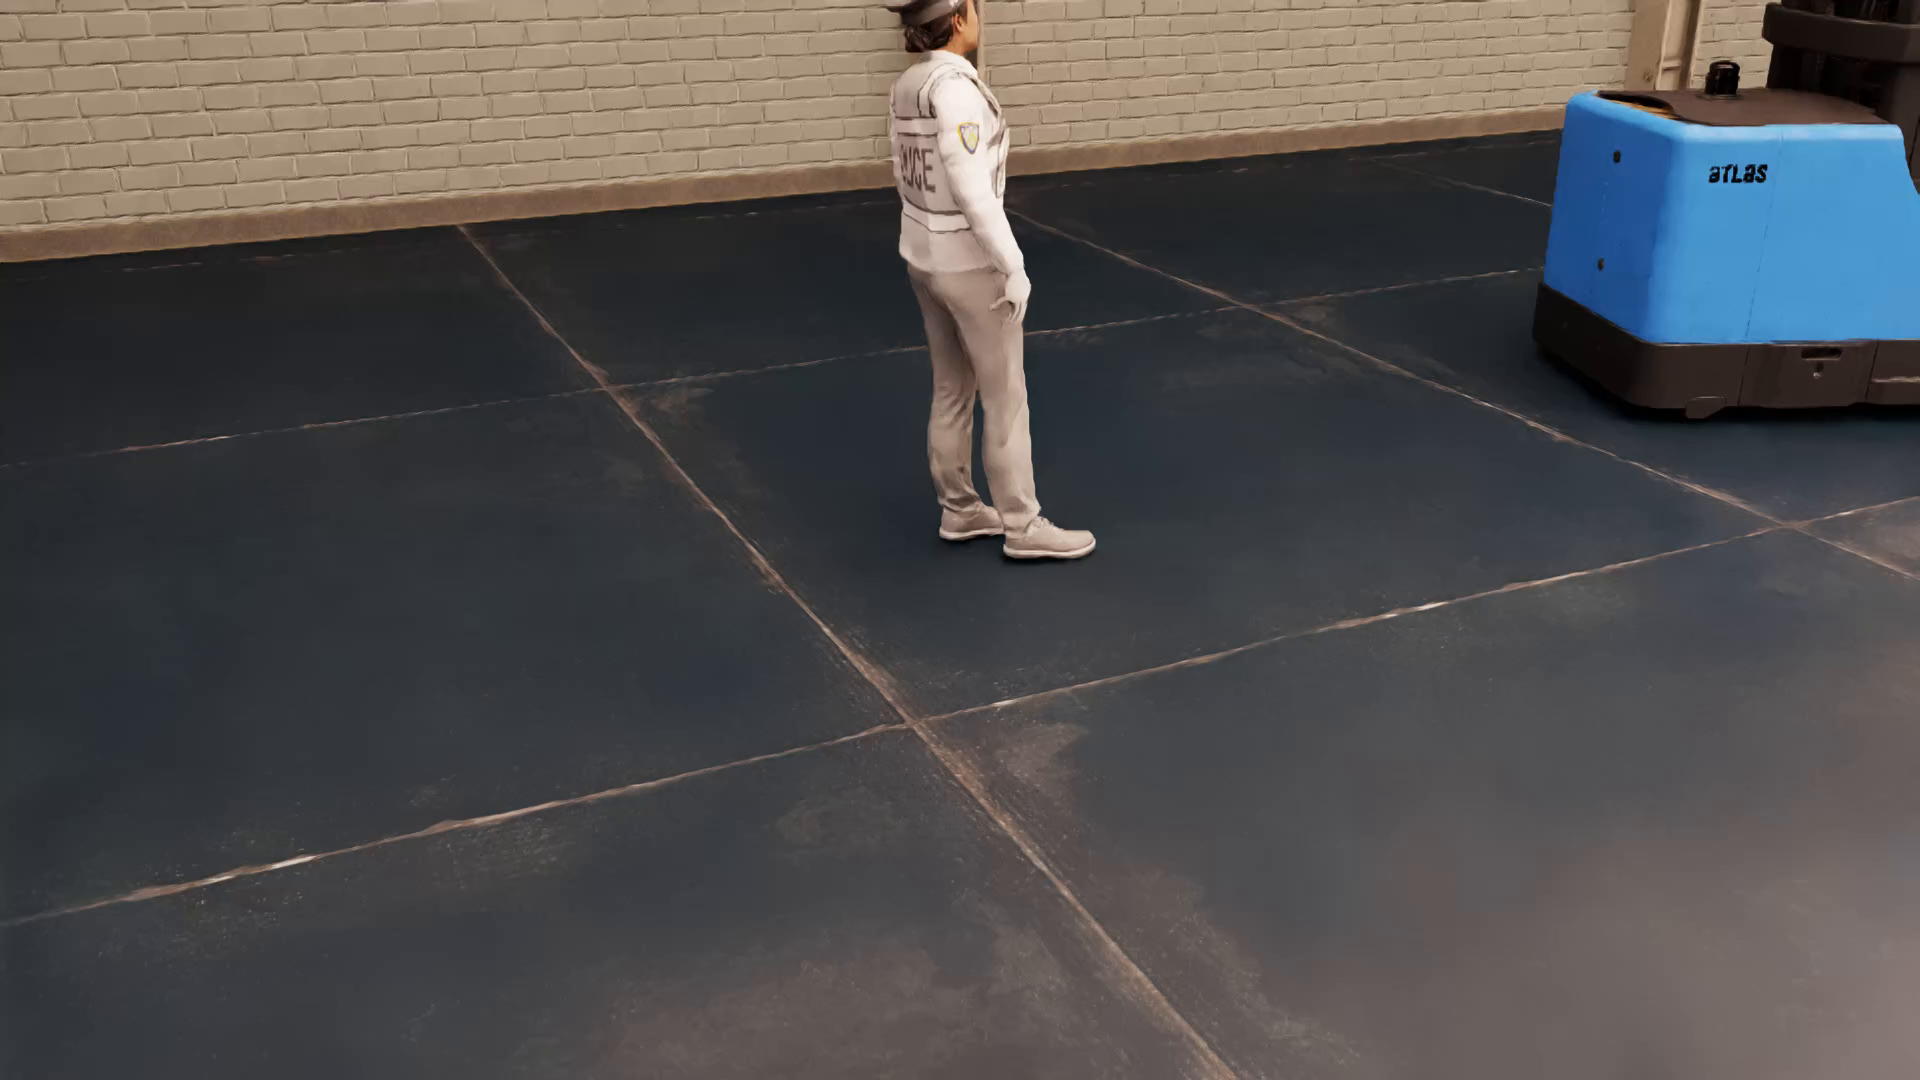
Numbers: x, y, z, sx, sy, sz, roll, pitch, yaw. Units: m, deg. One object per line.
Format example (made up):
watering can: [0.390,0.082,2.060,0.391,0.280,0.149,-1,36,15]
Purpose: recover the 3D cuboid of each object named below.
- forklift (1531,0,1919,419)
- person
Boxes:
forklift: [3.935,-2.016,6.139,3.031,2.935,1.130,-2,23,-5]
person: [0.064,-0.798,4.799,0.533,1.695,0.586,-10,25,-23]
